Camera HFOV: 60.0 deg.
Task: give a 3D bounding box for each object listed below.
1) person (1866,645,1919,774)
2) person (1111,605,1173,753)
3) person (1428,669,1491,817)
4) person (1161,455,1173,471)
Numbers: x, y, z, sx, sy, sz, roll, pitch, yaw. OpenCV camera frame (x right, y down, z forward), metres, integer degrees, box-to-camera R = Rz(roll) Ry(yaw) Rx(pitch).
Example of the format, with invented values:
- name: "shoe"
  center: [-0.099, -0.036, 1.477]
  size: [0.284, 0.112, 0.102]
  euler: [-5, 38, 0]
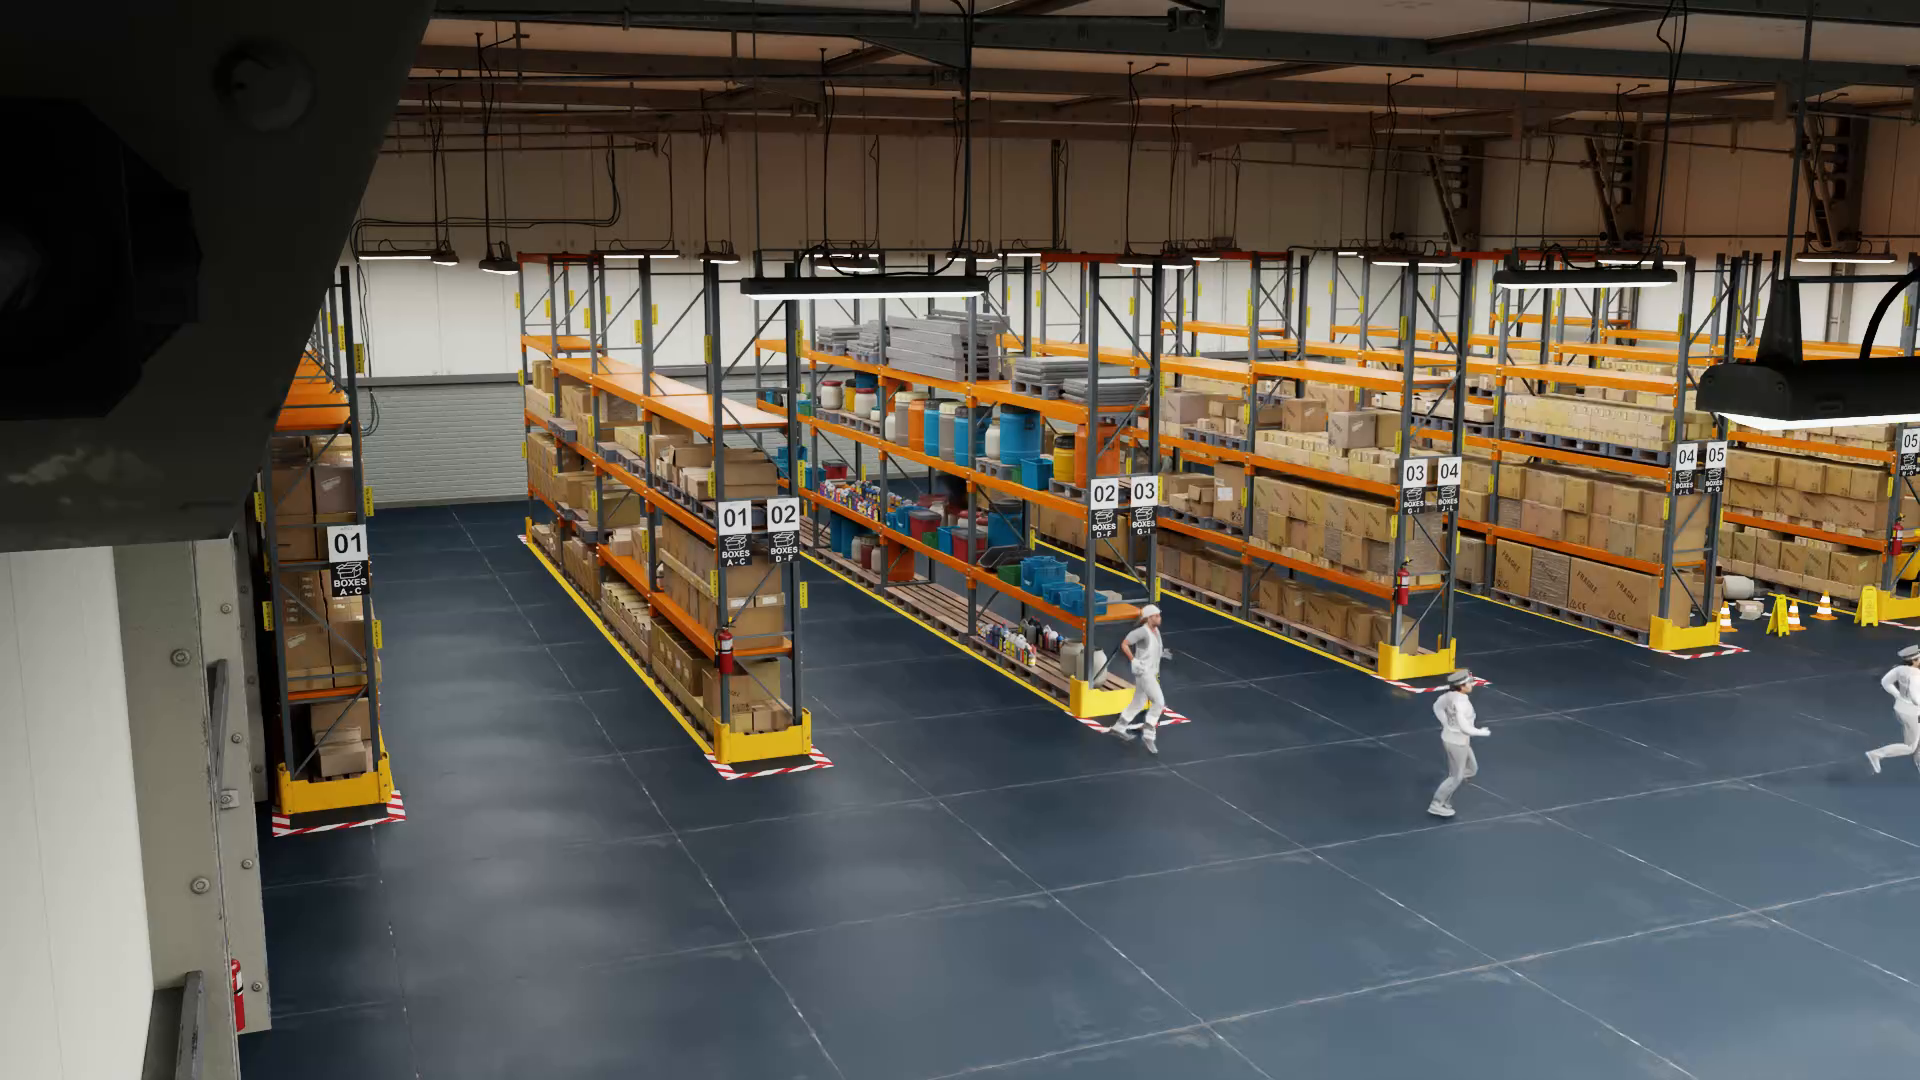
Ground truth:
- name: "person"
  center: [11.049, 2.021, 19.337]
  size: [0.949, 1.656, 0.630]
  euler: [1, 10, 8]
- name: "person"
  center: [2.304, 1.712, 20.891]
  size: [0.719, 1.826, 0.685]
  euler: [5, 11, 23]
- name: "person"
  center: [5.484, 2.220, 18.238]
  size: [0.618, 1.671, 0.635]
  euler: [1, 10, 5]
- name: "person"
  center: [5.258, -2.062, 41.747]
  size: [0.930, 1.660, 0.588]
  euler: [-6, 12, -28]
